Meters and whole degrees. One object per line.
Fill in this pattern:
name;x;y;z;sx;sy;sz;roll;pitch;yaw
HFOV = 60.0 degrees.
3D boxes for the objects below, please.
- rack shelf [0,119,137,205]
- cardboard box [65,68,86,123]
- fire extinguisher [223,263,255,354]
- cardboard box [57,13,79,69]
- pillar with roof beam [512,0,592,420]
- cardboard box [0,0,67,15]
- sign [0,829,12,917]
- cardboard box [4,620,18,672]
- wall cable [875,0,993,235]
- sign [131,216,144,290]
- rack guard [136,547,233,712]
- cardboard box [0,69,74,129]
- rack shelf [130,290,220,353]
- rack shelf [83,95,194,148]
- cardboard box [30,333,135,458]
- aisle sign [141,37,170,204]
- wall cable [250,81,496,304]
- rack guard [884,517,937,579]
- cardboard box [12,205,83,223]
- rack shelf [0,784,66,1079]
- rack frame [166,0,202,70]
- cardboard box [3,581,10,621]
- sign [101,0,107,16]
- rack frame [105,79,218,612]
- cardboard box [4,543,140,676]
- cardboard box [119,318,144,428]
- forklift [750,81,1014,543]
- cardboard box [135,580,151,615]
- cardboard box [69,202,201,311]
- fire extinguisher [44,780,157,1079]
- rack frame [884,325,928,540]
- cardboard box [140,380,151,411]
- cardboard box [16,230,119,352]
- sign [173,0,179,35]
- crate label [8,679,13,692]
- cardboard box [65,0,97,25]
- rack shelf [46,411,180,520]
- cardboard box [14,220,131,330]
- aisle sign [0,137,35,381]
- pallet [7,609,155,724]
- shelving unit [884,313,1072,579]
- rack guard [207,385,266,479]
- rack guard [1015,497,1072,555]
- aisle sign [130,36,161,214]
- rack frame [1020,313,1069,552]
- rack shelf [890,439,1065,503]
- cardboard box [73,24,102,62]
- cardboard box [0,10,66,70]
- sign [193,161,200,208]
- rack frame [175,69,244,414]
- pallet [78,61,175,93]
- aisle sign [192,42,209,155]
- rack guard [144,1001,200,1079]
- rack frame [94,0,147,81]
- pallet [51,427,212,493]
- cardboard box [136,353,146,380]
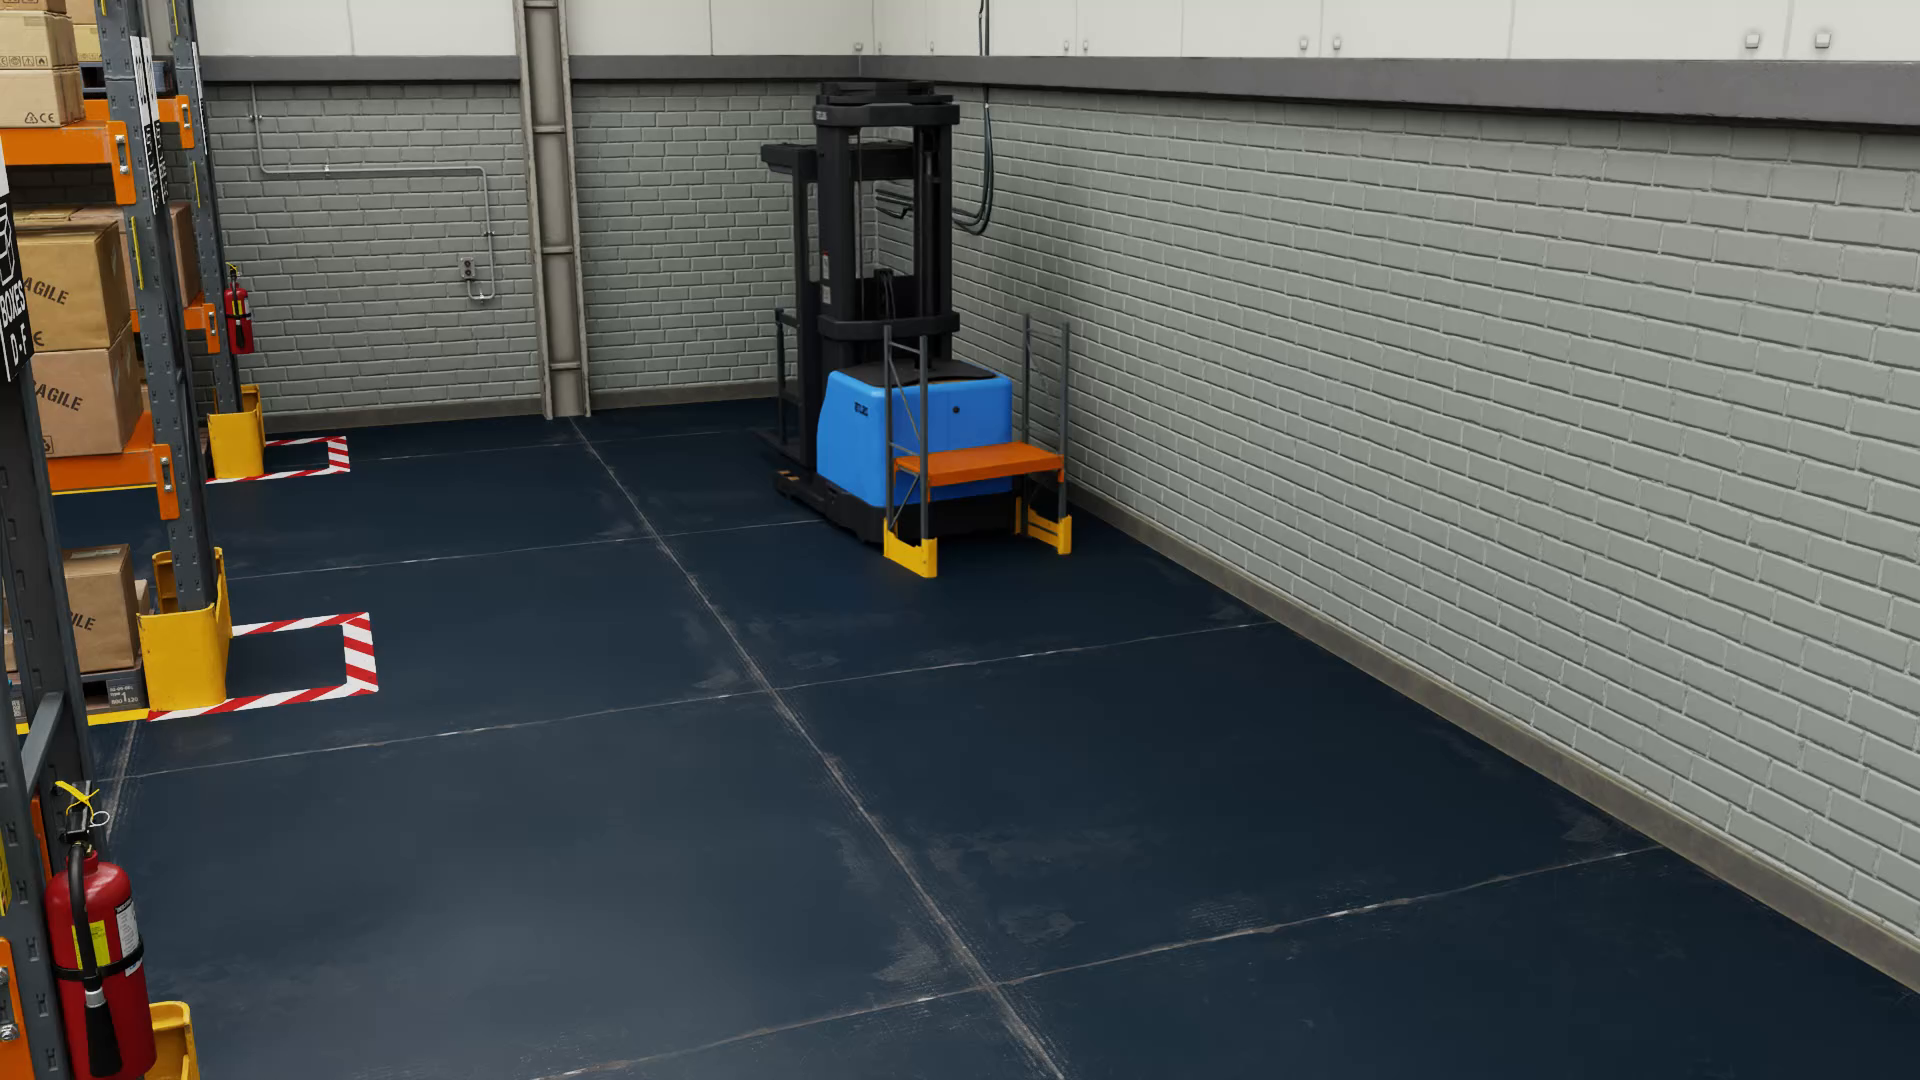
rack shelf;-5.834;-1.654;7.361;4.000;0.370;1.077;-6;17;-20
cardboard box;-4.537;-2.144;8.019;0.500;0.250;0.500;-6;17;-20
fire extinguisher;-5.436;-1.743;12.508;0.183;0.674;0.296;-6;17;-20
cardboard box;-4.539;-2.386;7.954;0.500;0.250;0.500;-6;17;-20
pillar with roof beam;-1.990;-4.310;9.806;0.400;9.000;9.100;-6;17;-20
cardboard box;-4.440;-2.673;7.601;0.500;0.500;0.700;-6;17;-20
sign;-1.985;0.607;3.420;0.005;0.325;0.100;-6;17;-20
cardboard box;-4.796;0.523;8.241;0.250;0.166;0.380;-6;17;-20
wall cable;-0.333;-3.930;14.020;0.112;2.526;3.097;-6;17;-20
sign;-3.786;-1.321;7.657;0.005;0.325;0.100;-6;17;-20
rack guard;-4.037;0.445;8.695;0.348;0.500;1.175;-6;17;-20
cardboard box;-4.352;-2.008;7.555;0.500;0.250;0.500;-6;17;-20
rack shelf;-7.610;-1.518;12.221;4.000;0.370;1.077;-6;17;-20
rack shelf;-7.610;-2.957;11.798;4.000;0.370;1.077;-6;17;-20
cardboard box;-4.287;-0.693;7.957;0.500;0.500;0.500;-6;17;-18
aisle sign;-4.008;-2.093;8.289;0.004;0.787;0.394;-6;17;-20
wall cable;-4.885;-2.930;13.950;1.851;1.984;0.084;-6;17;-20
rack guard;-0.316;0.046;10.499;0.087;0.250;0.587;-9;19;-29
cardboard box;-6.890;-2.078;12.320;0.700;0.700;0.980;-6;18;-21
rack shelf;-4.065;1.089;3.345;4.000;0.370;1.077;-6;17;-20
rack frame;-5.742;-4.943;11.961;0.127;3.000;1.000;-6;17;-20
cardboard box;-5.043;0.377;8.590;0.500;0.250;0.500;-6;17;-20
sign;-3.786;-2.478;7.318;0.005;0.325;0.100;-6;17;-20
rack frame;-3.966;-0.762;8.369;0.127;3.000;1.000;-6;17;-20
cardboard box;-4.386;0.346;8.252;0.500;0.500;0.500;-6;17;-20
cardboard box;-4.475;-0.835;8.439;0.500;0.500;0.500;-6;17;-19
forklift;-0.733;-1.753;11.867;1.130;2.935;3.031;-8;18;-25
cardboard box;-4.480;0.347;8.873;0.250;0.149;0.380;-6;17;-20
cardboard box;-6.215;-2.155;12.580;0.700;0.700;0.980;-5;17;-18
fire extinguisher;-1.894;0.862;3.638;0.183;0.674;0.296;-6;17;-20
rack frame;-0.333;-0.551;10.313;0.032;1.500;0.500;-9;19;-29
cardboard box;-6.360;-0.970;12.769;0.500;0.500;0.700;-6;17;-20
cardboard box;-4.284;-1.172;7.815;0.500;0.500;0.500;-6;18;-21
sign;-5.561;-3.747;11.779;0.005;0.325;0.100;-6;17;-20
crate label;-2.546;0.532;4.155;0.303;0.233;0.416;-6;17;-20
cardboard box;-6.328;-3.896;11.730;0.500;0.500;0.500;-6;17;-20
rack shelf;-5.834;-0.215;7.784;4.000;0.370;1.077;-6;17;-20
cardboard box;-4.475;-1.314;8.298;0.500;0.500;0.500;-6;17;-18
aisle sign;-2.237;-0.791;3.854;0.004;0.787;0.394;-6;17;-20
pallet;-4.781;0.664;8.461;1.213;0.211;1.003;-6;17;-20
shelving unit;0.115;-0.624;10.563;1.083;1.500;0.587;-9;19;-29
rack guard;-5.720;-0.868;13.167;0.348;0.500;1.175;-6;17;-20
rack guard;0.545;-0.095;10.979;0.087;0.250;0.587;-9;19;-29
aisle sign;-3.793;-1.936;7.752;0.004;0.787;0.394;-6;17;-20
rack frame;0.546;-0.695;10.803;0.032;1.500;0.500;-9;19;-29
rack shelf;0.107;-0.451;10.609;1.000;0.185;0.538;-9;19;-29
cardboard box;-6.331;-3.538;11.842;0.500;0.250;0.500;-6;17;-18
cardboard box;-4.355;-2.250;7.492;0.500;0.250;0.500;-6;17;-20
sign;-5.561;-2.590;12.119;0.005;0.325;0.100;-6;17;-20
rack frame;-5.742;-2.065;12.806;0.127;3.000;1.000;-6;17;-20
pallet;-6.431;-3.384;12.132;1.213;0.211;1.003;-6;17;-20
aisle sign;-5.568;-3.241;12.196;0.004;0.787;0.394;-6;17;-20
rack guard;-2.180;1.735;4.302;0.348;0.500;1.175;-6;17;-20
rack frame;-3.966;-3.640;7.524;0.127;3.000;1.000;-6;17;-20
pallet;-6.461;-0.626;12.854;1.213;0.211;1.003;-6;17;-20
cardboard box;-6.315;-1.347;12.900;0.250;0.149;0.380;-6;17;-20
